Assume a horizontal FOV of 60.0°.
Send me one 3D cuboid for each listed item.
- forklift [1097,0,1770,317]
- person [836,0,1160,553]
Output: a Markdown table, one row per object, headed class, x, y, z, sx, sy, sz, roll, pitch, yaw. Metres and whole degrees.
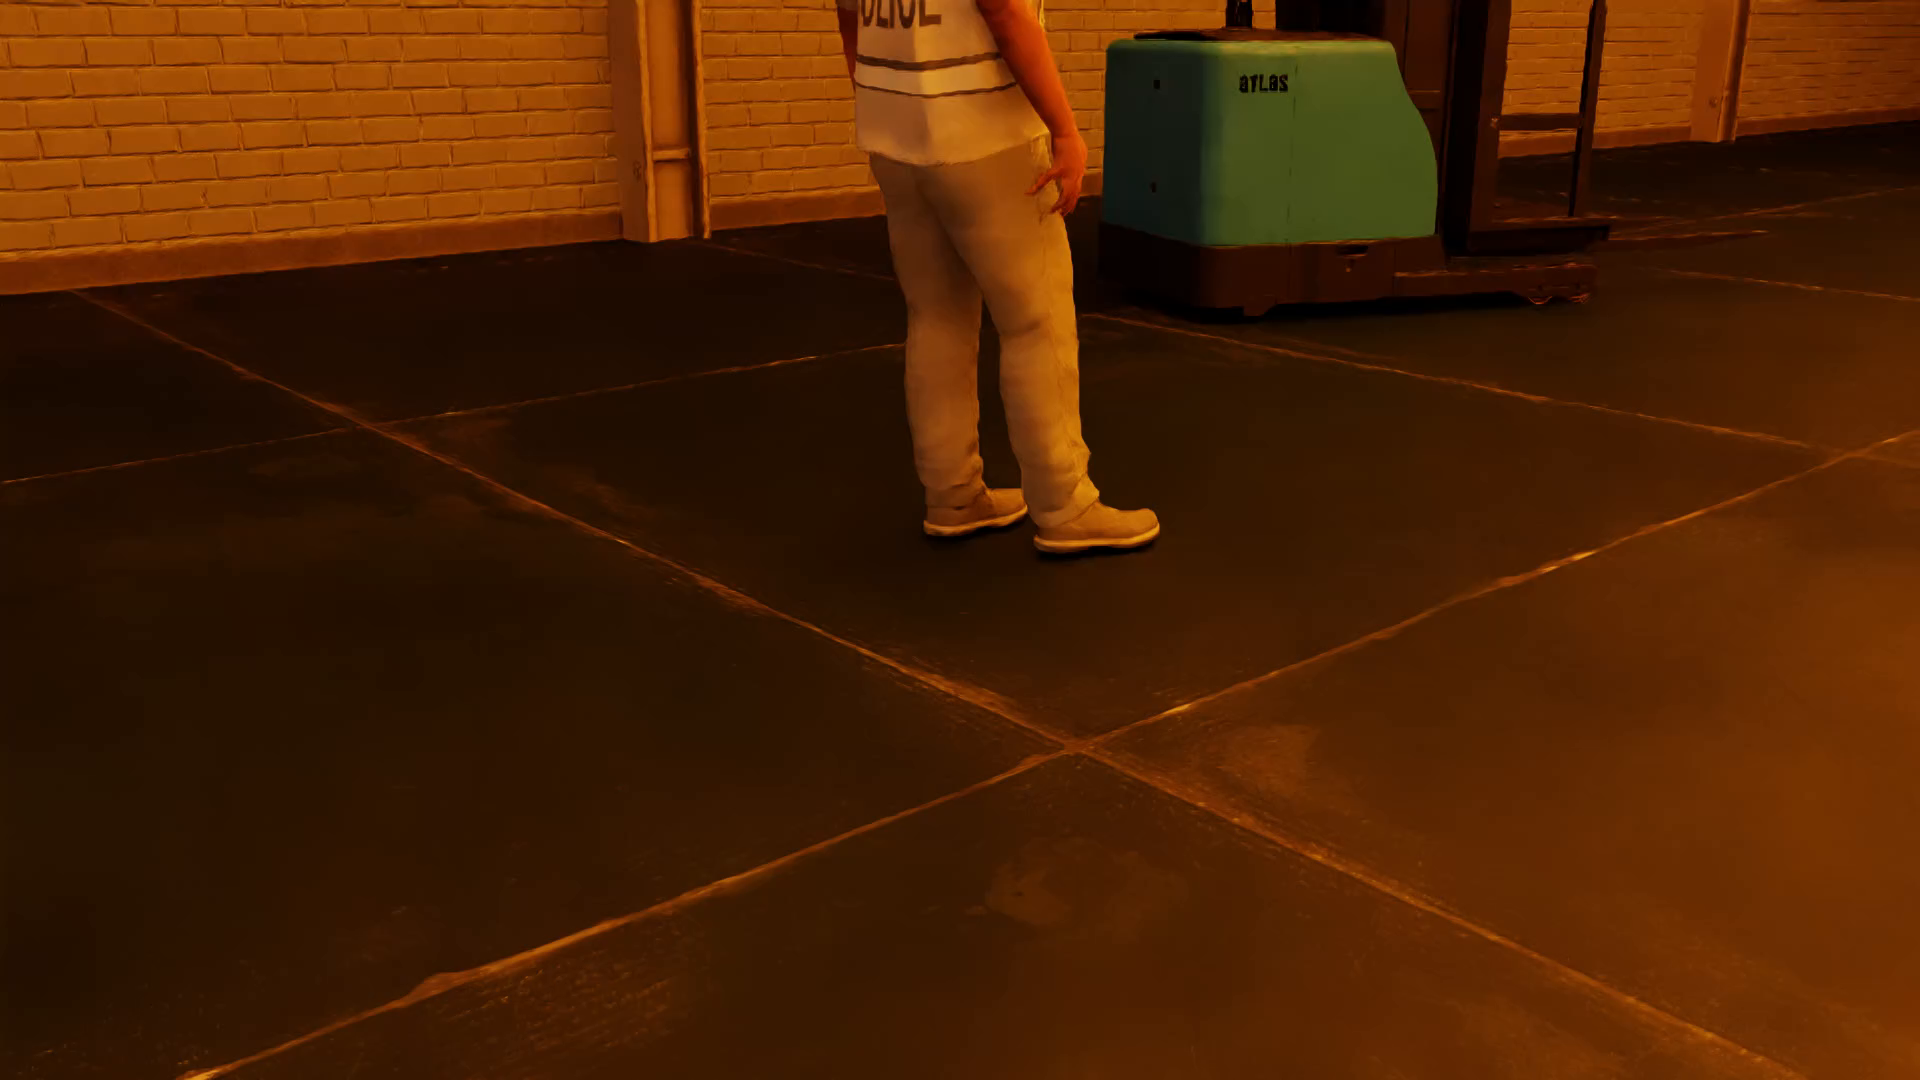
| class | x | y | z | sx | sy | sz | roll | pitch | yaw |
| --- | --- | --- | --- | --- | --- | --- | --- | --- | --- |
| forklift | 2.179 | -2.534 | 7.037 | 3.031 | 2.935 | 1.130 | -6 | 18 | -19 |
| person | 0.067 | -0.871 | 3.620 | 0.574 | 1.781 | 0.640 | -14 | 22 | -38 |
